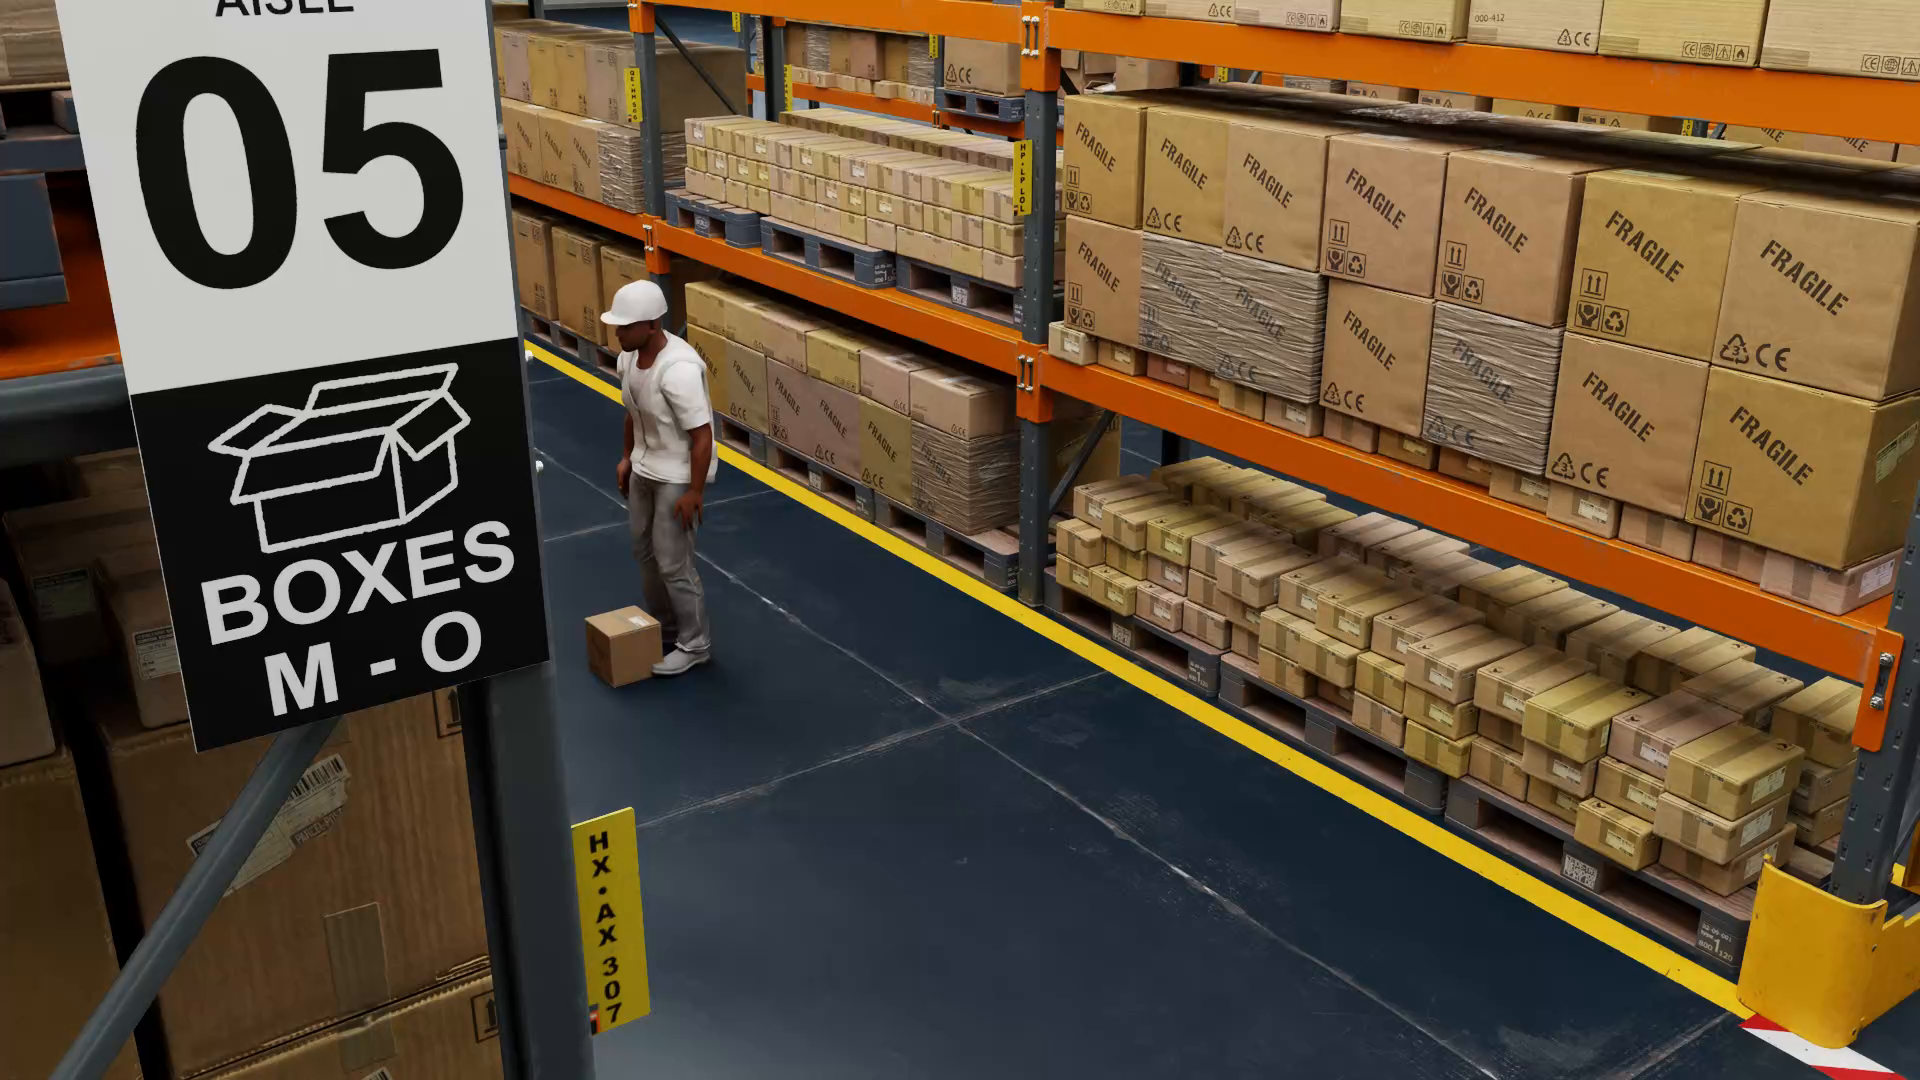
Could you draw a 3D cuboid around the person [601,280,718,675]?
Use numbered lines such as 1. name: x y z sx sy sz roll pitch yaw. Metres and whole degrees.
1. person: -1.309 -0.279 7.277 0.461 1.759 0.630 -16 27 -36
